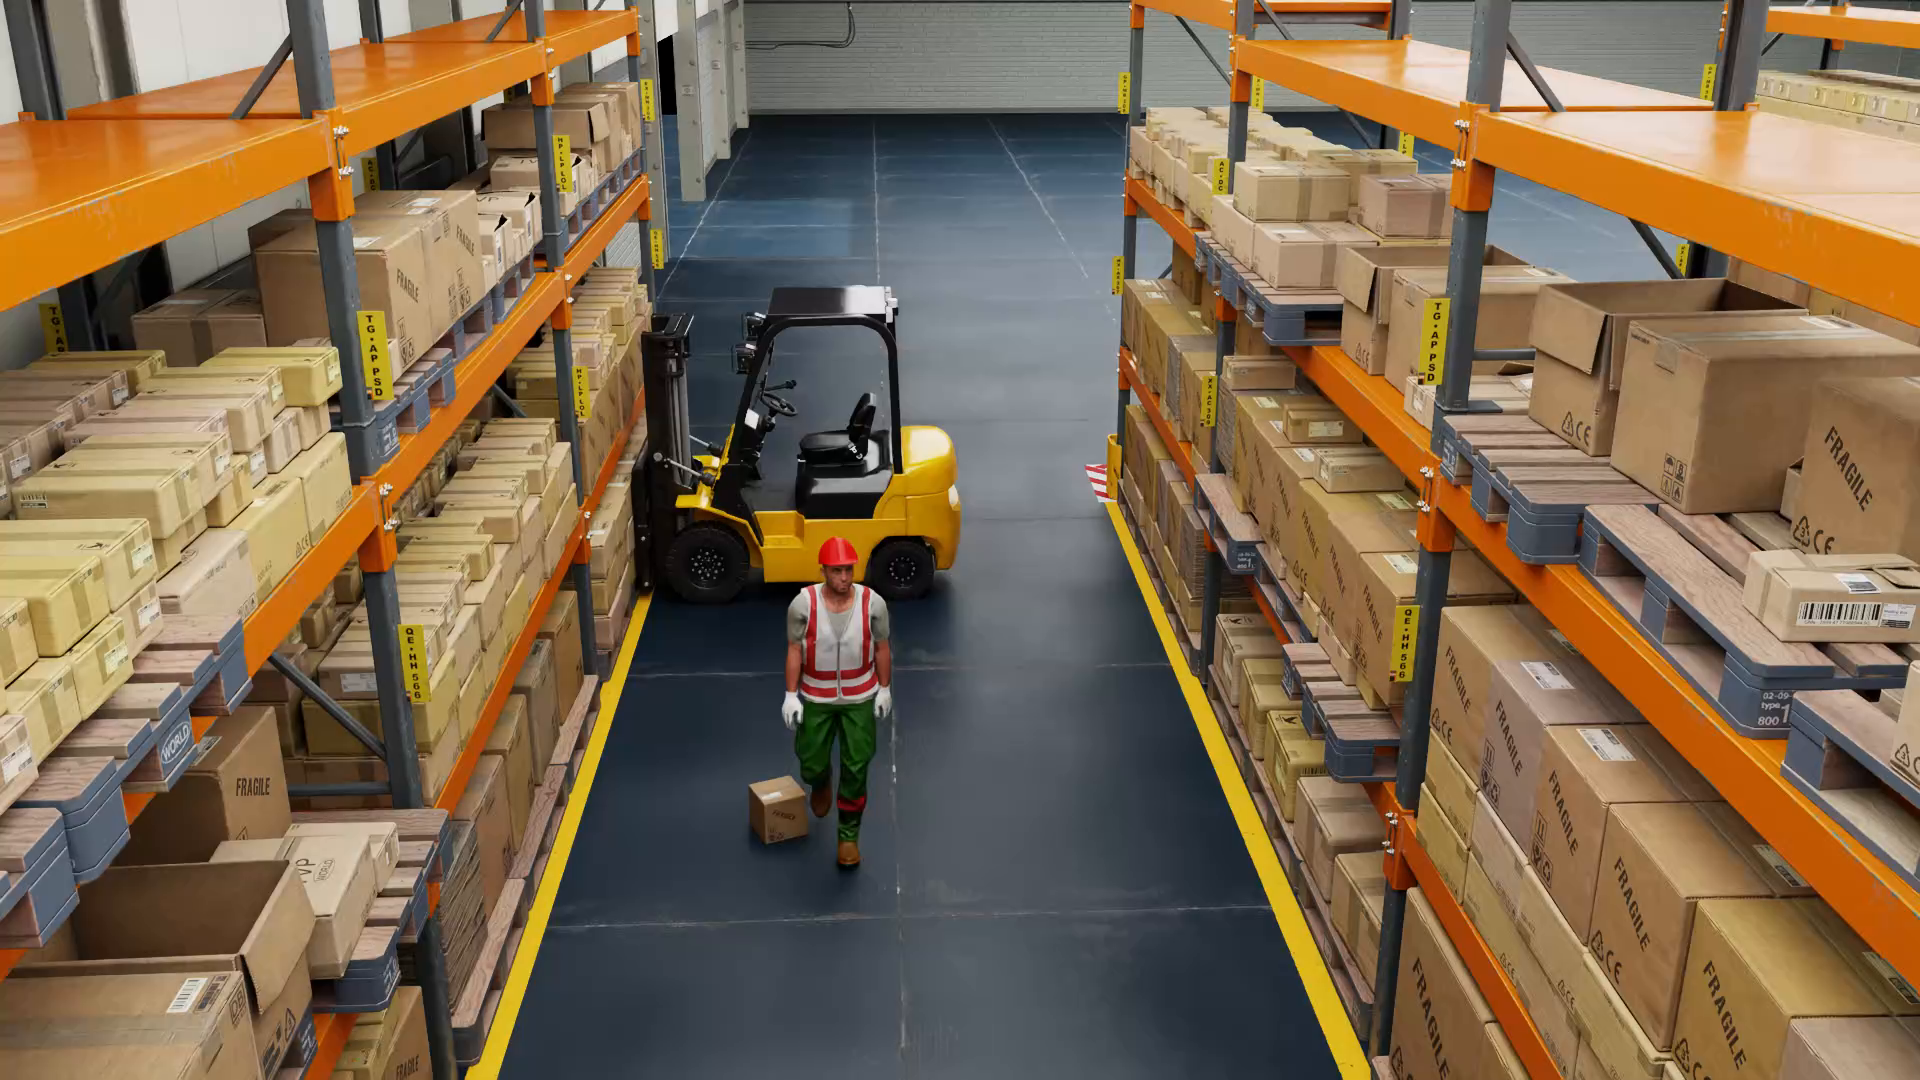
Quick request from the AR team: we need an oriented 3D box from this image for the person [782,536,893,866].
[{"bbox_3d":[-0.649,0.808,8.776,0.590,1.778,0.629,-3,20,-7],"label":"person"}]
